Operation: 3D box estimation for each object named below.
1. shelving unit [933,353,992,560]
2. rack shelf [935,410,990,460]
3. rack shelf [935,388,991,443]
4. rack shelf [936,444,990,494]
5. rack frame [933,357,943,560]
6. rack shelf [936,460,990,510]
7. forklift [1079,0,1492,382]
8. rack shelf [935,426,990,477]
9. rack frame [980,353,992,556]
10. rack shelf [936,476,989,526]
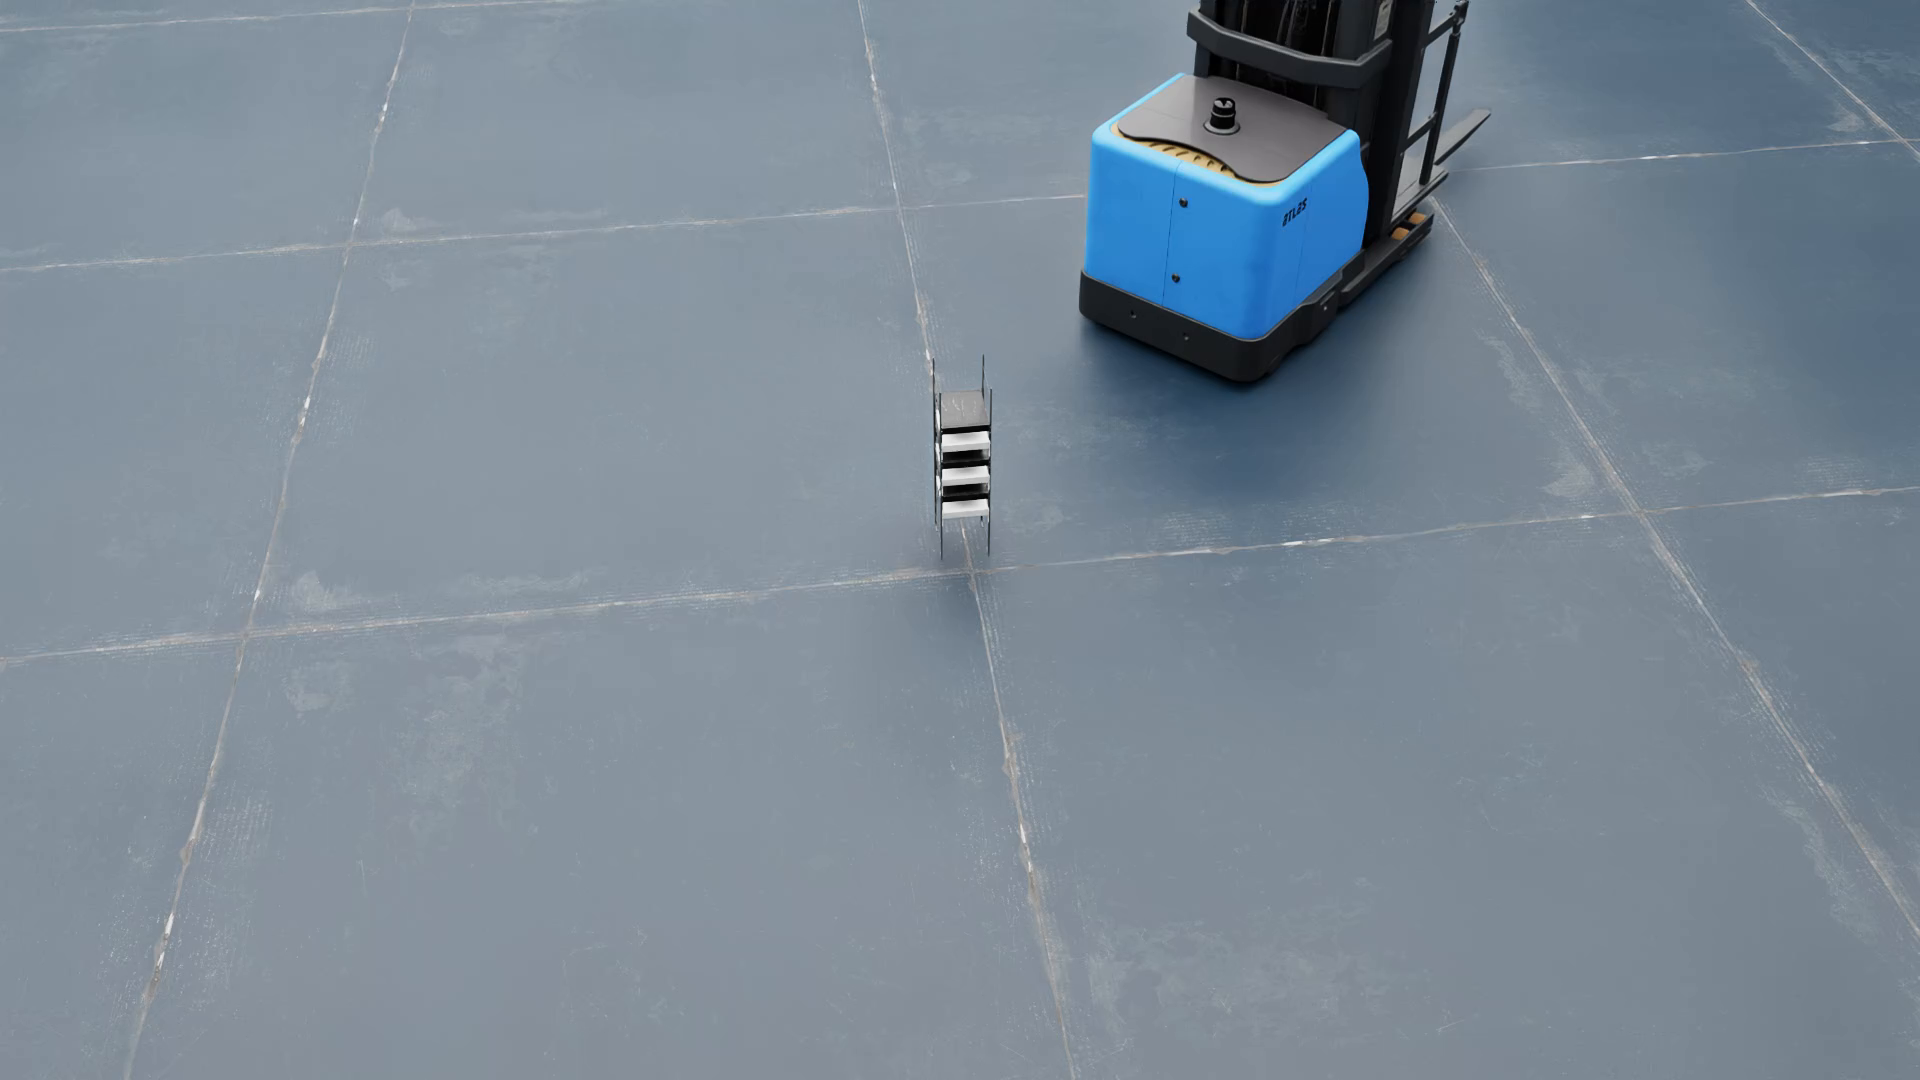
[{"bbox_3d":[0.008,-0.335,6.949,0.210,0.900,0.258,-5,42,-6],"label":"shelving unit"},{"bbox_3d":[0.008,-0.444,6.851,0.200,0.077,0.258,-5,42,-6],"label":"rack shelf"},{"bbox_3d":[0.008,-0.511,6.791,0.200,0.077,0.258,-5,42,-6],"label":"rack shelf"},{"bbox_3d":[0.008,-0.310,6.972,0.200,0.077,0.258,-5,42,-6],"label":"rack shelf"},{"bbox_3d":[-0.093,-0.326,6.940,0.006,0.900,0.240,-5,42,-6],"label":"rack frame"},{"bbox_3d":[0.008,-0.243,7.032,0.200,0.077,0.258,-5,42,-6],"label":"rack shelf"},{"bbox_3d":[1.908,-2.779,8.142,1.130,2.935,3.031,28,49,27],"label":"forklift"},{"bbox_3d":[0.008,-0.377,6.911,0.200,0.077,0.258,-5,42,-6],"label":"rack shelf"},{"bbox_3d":[0.109,-0.344,6.959,0.006,0.900,0.240,-5,42,-6],"label":"rack frame"},{"bbox_3d":[0.008,-0.176,7.092,0.200,0.077,0.258,-5,42,-6],"label":"rack shelf"}]
